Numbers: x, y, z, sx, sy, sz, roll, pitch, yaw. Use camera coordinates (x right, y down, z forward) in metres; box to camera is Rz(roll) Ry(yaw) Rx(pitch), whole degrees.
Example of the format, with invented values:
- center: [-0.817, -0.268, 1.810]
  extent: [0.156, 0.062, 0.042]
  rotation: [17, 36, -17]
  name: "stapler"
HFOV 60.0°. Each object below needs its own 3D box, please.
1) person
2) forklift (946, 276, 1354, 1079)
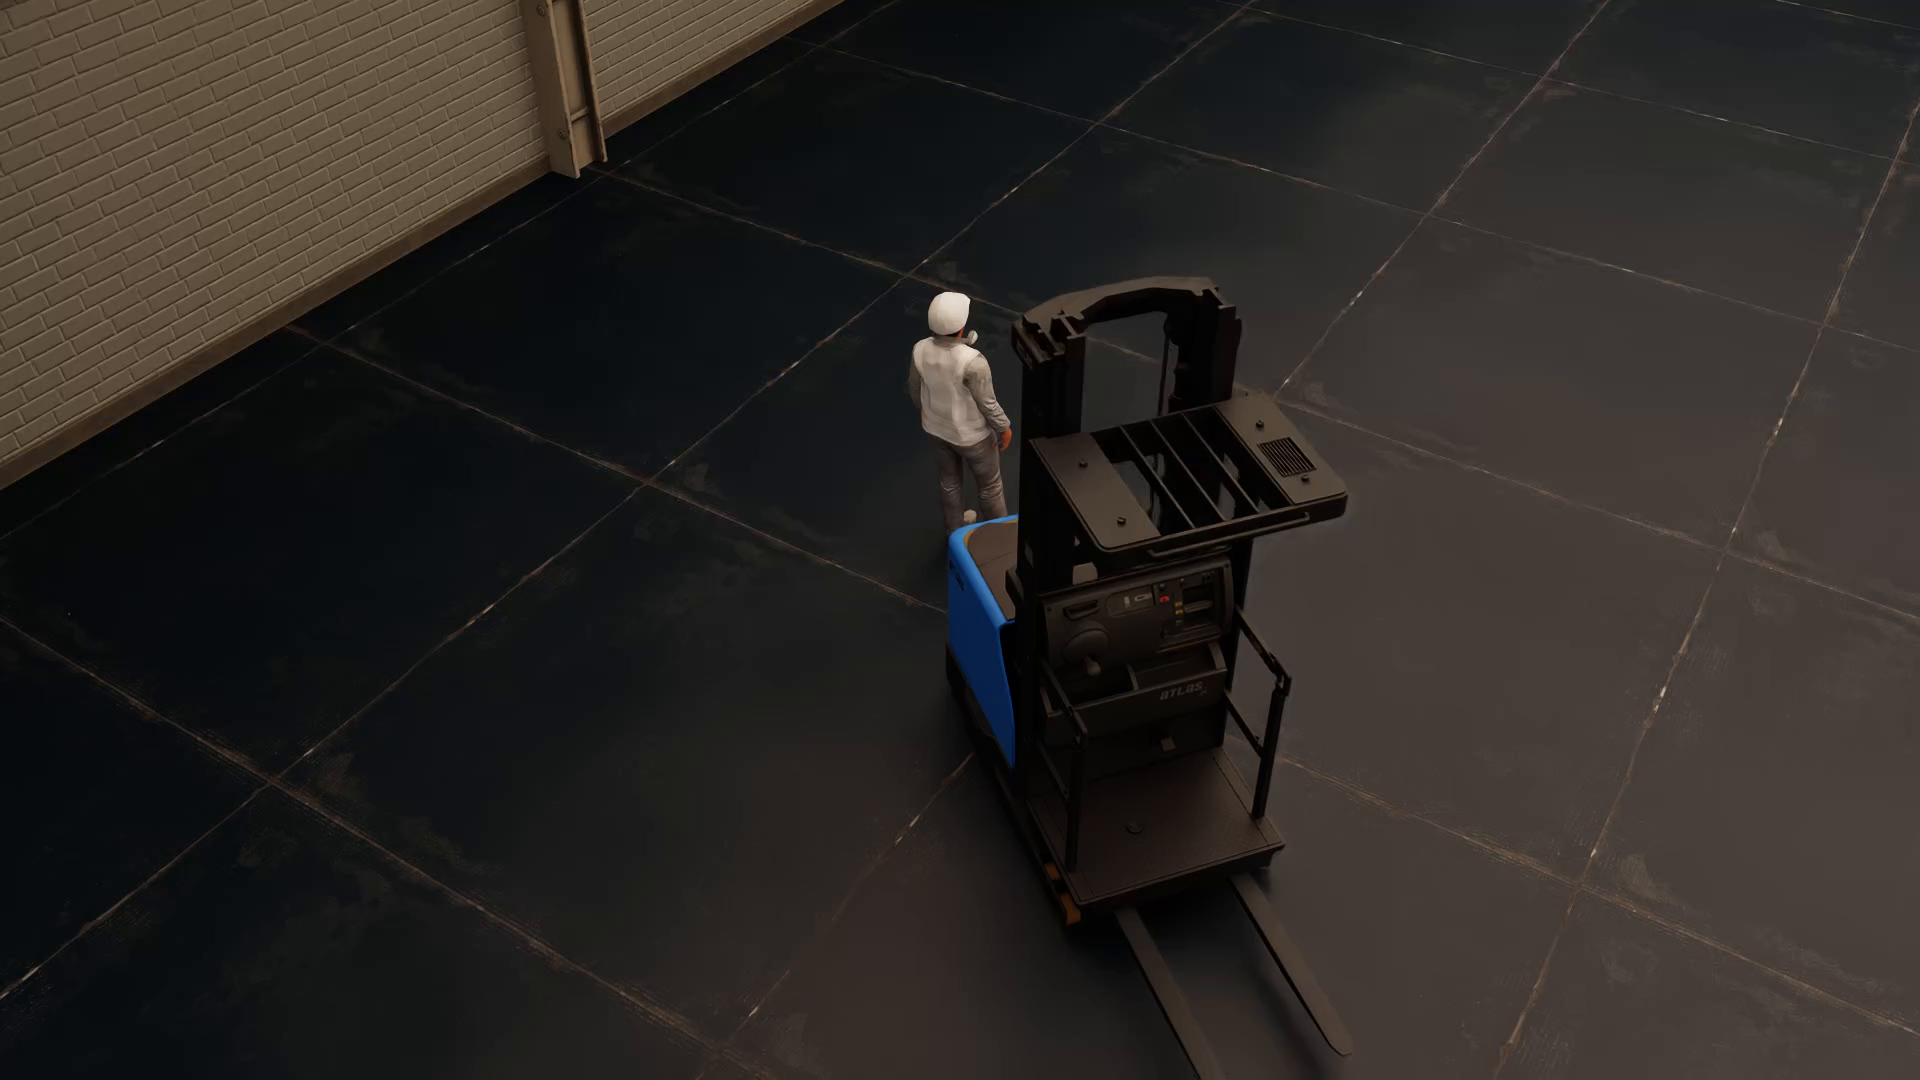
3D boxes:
- center: [0.040, -0.714, 9.693]
  extent: [0.633, 1.774, 0.568]
  rotation: [22, 45, 24]
  name: "person"
- center: [0.896, 0.437, 7.451]
  extent: [1.130, 2.935, 3.031]
  rotation: [-13, 42, -15]
  name: "forklift"
